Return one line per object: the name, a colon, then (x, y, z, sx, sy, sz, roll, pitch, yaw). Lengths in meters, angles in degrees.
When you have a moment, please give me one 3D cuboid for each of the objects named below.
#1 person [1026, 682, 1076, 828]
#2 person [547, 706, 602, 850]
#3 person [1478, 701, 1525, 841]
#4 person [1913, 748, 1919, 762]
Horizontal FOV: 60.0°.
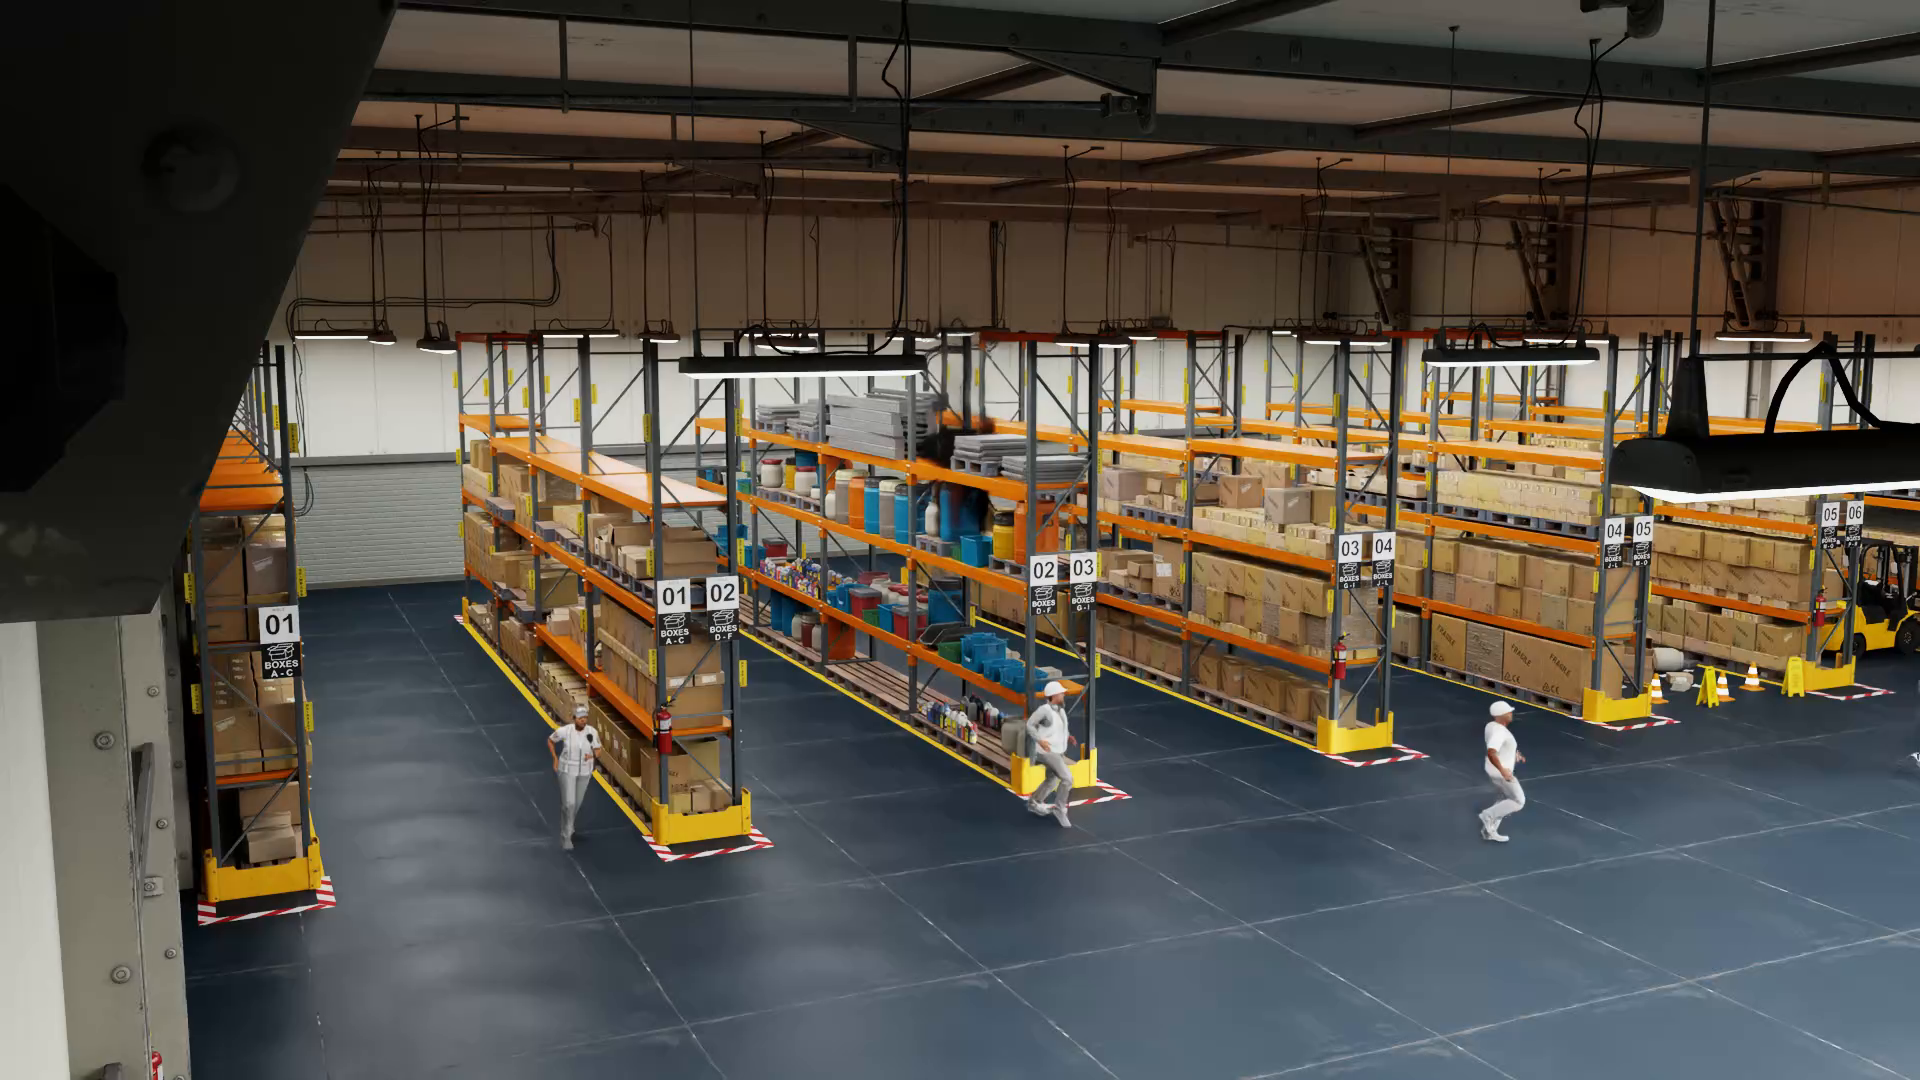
person: (1.154, 2.667, 20.854, 0.717, 1.805, 0.659, 4, 9, 27)
person: (-4.645, 2.840, 20.125, 0.603, 1.710, 0.771, -4, 9, -30)
person: (6.539, 2.790, 20.034, 0.578, 1.722, 0.698, 1, 8, 5)
person: (13.602, 2.497, 22.841, 0.857, 1.630, 0.553, 3, 8, 19)
